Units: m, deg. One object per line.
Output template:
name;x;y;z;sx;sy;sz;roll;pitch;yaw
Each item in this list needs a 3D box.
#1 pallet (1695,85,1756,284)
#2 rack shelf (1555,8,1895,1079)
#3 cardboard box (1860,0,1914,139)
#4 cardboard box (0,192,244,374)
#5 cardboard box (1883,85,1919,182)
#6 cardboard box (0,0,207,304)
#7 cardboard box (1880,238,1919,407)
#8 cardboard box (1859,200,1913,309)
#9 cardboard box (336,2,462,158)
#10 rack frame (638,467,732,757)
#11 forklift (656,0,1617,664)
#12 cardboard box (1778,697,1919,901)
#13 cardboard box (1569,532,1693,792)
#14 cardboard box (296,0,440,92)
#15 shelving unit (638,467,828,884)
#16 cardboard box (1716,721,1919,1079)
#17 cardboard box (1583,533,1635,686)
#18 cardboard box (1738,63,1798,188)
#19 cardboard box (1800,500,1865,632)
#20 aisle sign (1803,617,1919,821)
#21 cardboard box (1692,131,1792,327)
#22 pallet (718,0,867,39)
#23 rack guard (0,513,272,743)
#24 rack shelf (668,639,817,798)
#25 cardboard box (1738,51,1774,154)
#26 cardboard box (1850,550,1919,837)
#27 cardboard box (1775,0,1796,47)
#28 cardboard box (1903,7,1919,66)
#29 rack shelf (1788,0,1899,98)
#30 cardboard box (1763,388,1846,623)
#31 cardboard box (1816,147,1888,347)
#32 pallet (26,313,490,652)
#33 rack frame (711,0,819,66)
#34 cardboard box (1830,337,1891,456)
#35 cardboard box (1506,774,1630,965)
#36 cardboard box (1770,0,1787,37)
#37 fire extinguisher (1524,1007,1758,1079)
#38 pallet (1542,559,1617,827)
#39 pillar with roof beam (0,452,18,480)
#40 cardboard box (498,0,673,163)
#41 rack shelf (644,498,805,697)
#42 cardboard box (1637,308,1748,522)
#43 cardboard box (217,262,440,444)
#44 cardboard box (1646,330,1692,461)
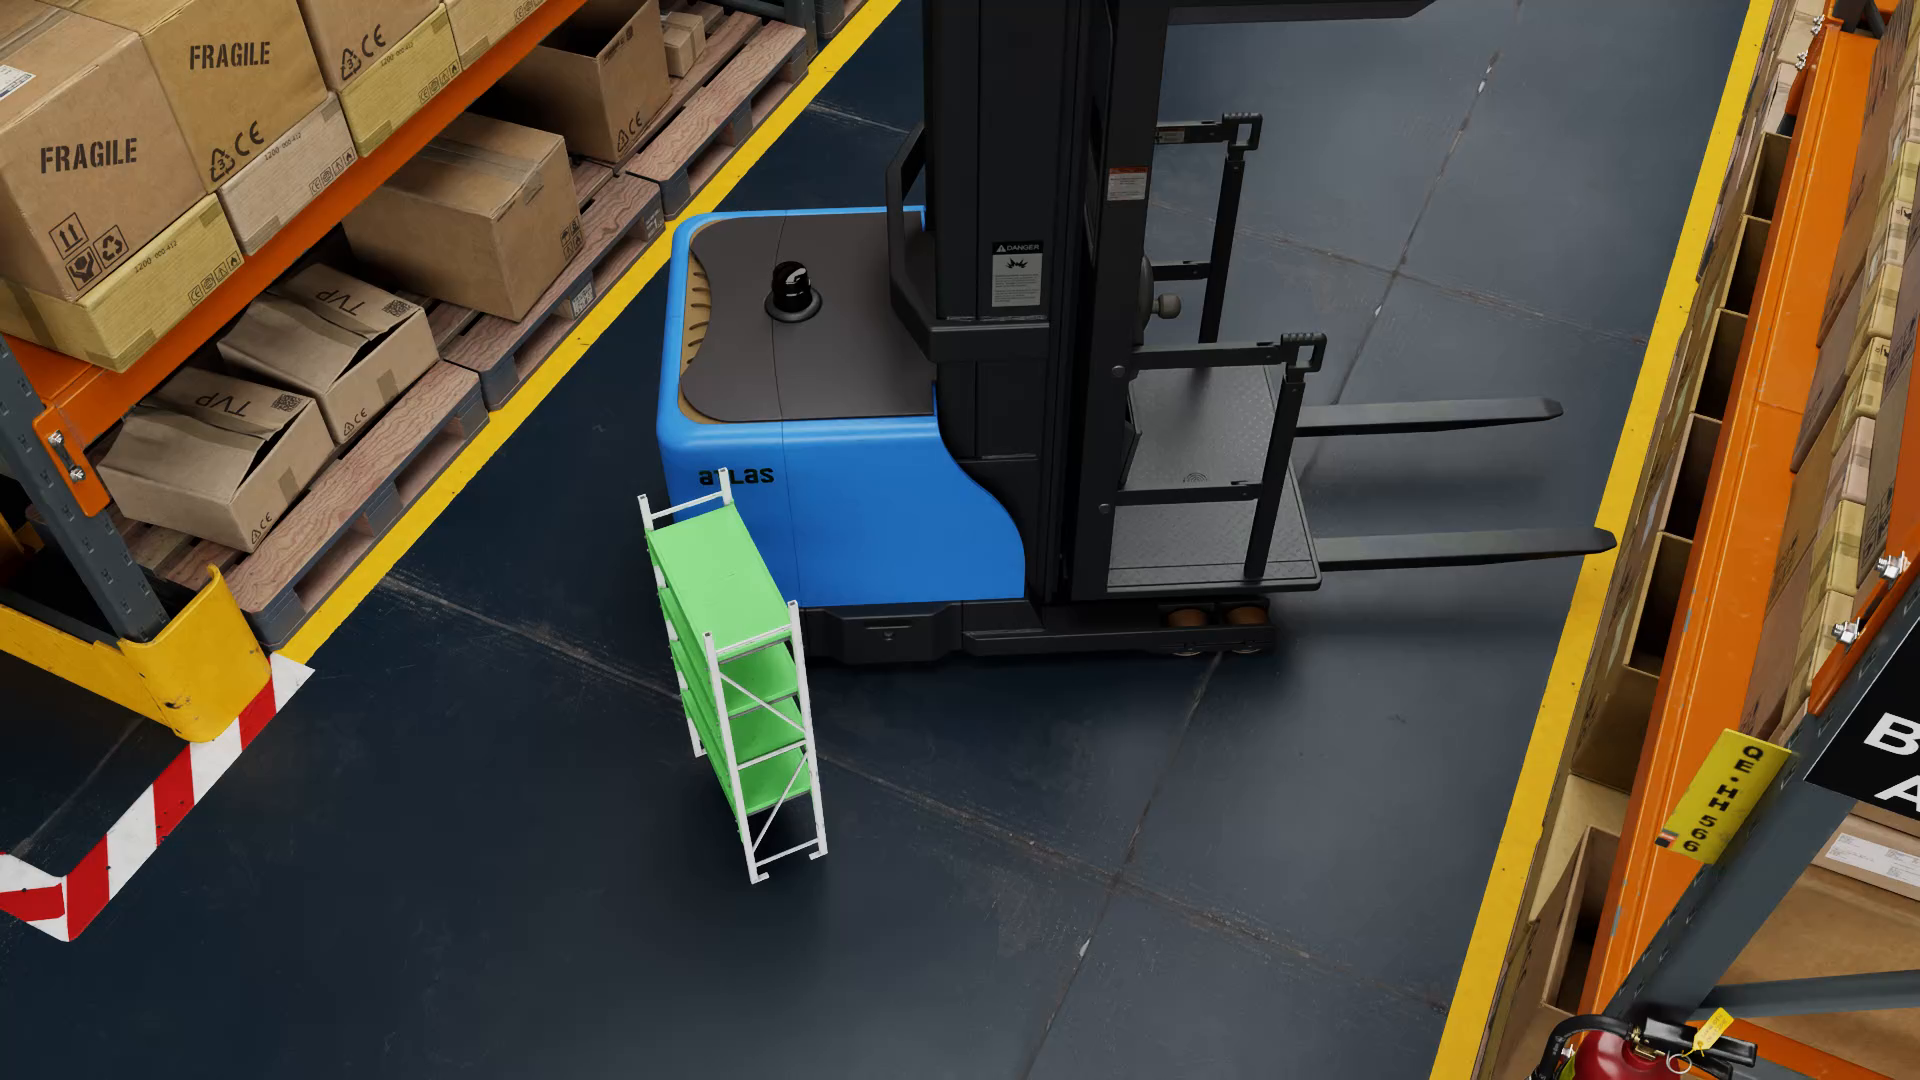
pallet;3.630;-1.337;6.749;1.003;0.211;1.213;20;52;16
rack shelf;2.496;-0.110;4.346;1.077;0.370;4.000;20;52;16
cardboard box;3.167;-1.445;4.944;0.700;0.500;0.500;19;52;15
cardboard box;-2.343;-0.766;4.517;0.500;0.250;0.500;18;52;15
cardboard box;2.514;-0.952;4.099;0.380;0.149;0.250;18;52;15
cardboard box;-2.363;-1.007;4.230;0.500;0.500;0.500;20;52;16
cardboard box;2.310;-0.484;3.274;0.700;0.500;0.500;20;52;16
cardboard box;2.293;-0.602;3.801;0.380;0.149;0.250;19;52;16
cardboard box;-1.911;-1.477;5.122;0.500;0.250;0.500;19;52;16
rack frame;-0.716;0.243;4.755;0.240;1.200;0.015;-20;52;-16
forklift;0.623;-0.976;4.656;3.031;2.935;1.130;-2;50;-2
cardboard box;1.633;0.467;2.892;0.380;0.149;0.250;19;52;15
cardboard box;2.016;0.387;4.489;0.500;0.500;0.500;20;52;16
cardboard box;-1.916;-1.698;4.818;0.500;0.500;0.500;18;52;15
shelving unit;-0.611;0.411;4.612;0.258;1.200;0.503;-20;52;-16
cardboard box;1.853;0.685;3.132;0.700;0.500;0.500;20;52;16
cardboard box;2.234;0.287;5.066;0.500;0.250;0.500;20;52;16
cardboard box;3.264;-1.519;6.234;0.500;0.311;0.500;20;52;16
cardboard box;1.852;0.110;3.196;0.380;0.149;0.250;19;52;16
aisle sign;1.348;0.141;1.953;0.394;0.787;0.004;20;52;16
cardboard box;2.869;-0.991;5.661;0.500;0.500;0.500;20;52;16
pallet;-0.799;-2.962;8.132;1.003;0.211;1.213;20;52;16
rack guard;-2.806;0.183;5.266;1.175;0.500;0.348;20;52;16
rack shelf;-0.611;0.452;4.661;0.258;0.148;0.480;-20;52;-16
cardboard box;3.483;-1.693;6.751;0.500;0.250;0.500;19;52;16
cardboard box;1.875;0.228;2.669;0.700;0.500;0.500;20;52;16
cardboard box;3.696;-2.222;6.833;0.500;0.311;0.500;20;52;16
cardboard box;2.734;-1.309;4.402;0.380;0.149;0.250;19;52;16
rack shelf;4.205;-2.864;6.690;1.077;0.370;4.000;20;52;16
cardboard box;2.290;-0.019;3.731;0.700;0.500;0.500;20;53;16
cardboard box;2.729;-0.735;4.341;0.700;0.500;0.500;21;53;17
pallet;-2.427;-0.272;5.842;1.003;0.211;1.213;20;52;16
rack frame;-1.130;-3.329;6.613;1.000;3.000;0.127;20;52;16
cardboard box;2.074;-0.244;3.496;0.380;0.149;0.250;21;53;17
cardboard box;1.806;0.976;4.480;0.500;0.250;0.500;20;52;16
cardboard box;3.920;-2.395;7.348;0.500;0.250;0.500;21;53;17
fire extinguisher;1.171;0.990;2.989;0.296;0.674;0.183;20;52;16
pallet;2.453;0.561;5.134;1.003;0.211;1.213;20;52;16
pillar with roof beam;0.571;-1.882;1.443;9.100;9.000;0.400;20;52;16
cardboard box;-1.537;-1.934;6.779;0.500;0.500;0.500;16;52;13
rack shelf;-0.611;0.141;4.296;0.258;0.148;0.480;-20;52;-16
cardboard box;2.442;-0.302;5.075;0.500;0.500;0.500;20;52;16
cardboard box;-2.218;-0.686;5.841;0.500;0.311;0.500;24;54;19
cardboard box;2.660;-0.402;5.652;0.500;0.250;0.500;20;52;16
